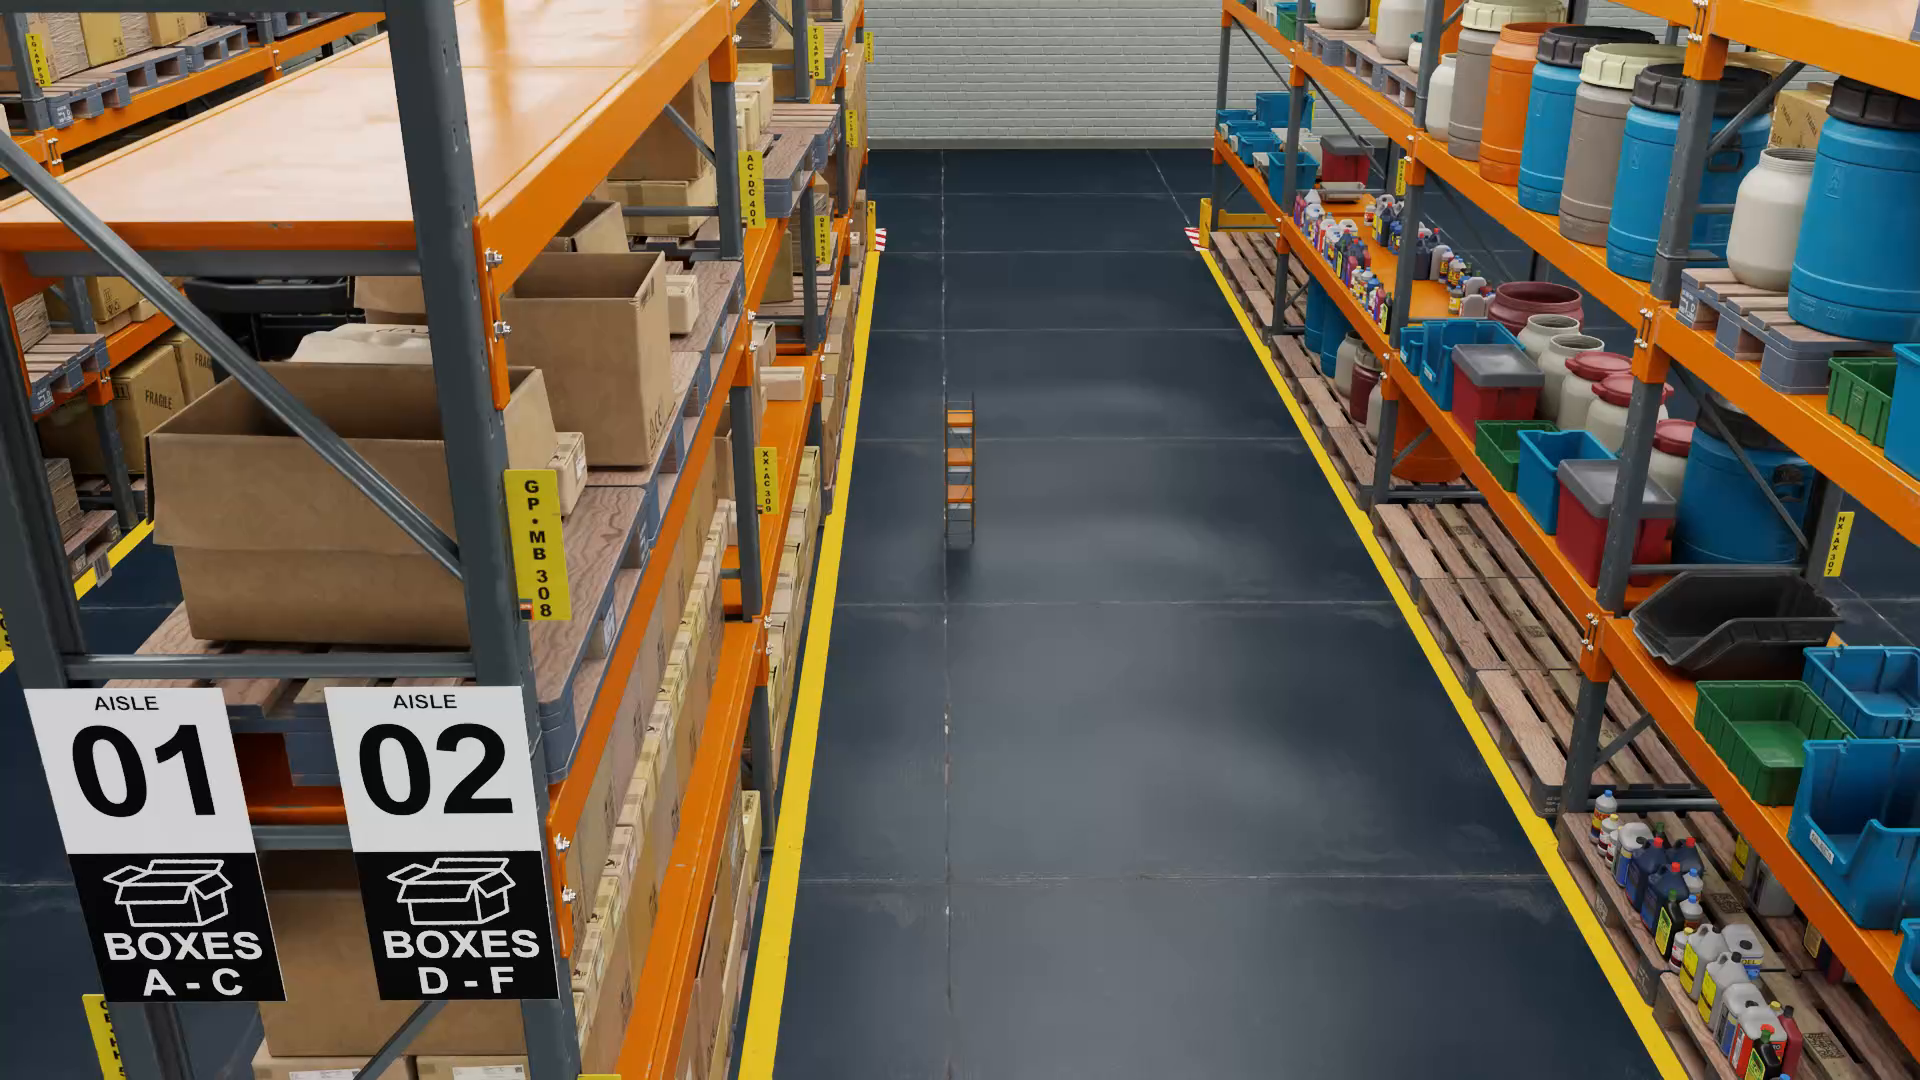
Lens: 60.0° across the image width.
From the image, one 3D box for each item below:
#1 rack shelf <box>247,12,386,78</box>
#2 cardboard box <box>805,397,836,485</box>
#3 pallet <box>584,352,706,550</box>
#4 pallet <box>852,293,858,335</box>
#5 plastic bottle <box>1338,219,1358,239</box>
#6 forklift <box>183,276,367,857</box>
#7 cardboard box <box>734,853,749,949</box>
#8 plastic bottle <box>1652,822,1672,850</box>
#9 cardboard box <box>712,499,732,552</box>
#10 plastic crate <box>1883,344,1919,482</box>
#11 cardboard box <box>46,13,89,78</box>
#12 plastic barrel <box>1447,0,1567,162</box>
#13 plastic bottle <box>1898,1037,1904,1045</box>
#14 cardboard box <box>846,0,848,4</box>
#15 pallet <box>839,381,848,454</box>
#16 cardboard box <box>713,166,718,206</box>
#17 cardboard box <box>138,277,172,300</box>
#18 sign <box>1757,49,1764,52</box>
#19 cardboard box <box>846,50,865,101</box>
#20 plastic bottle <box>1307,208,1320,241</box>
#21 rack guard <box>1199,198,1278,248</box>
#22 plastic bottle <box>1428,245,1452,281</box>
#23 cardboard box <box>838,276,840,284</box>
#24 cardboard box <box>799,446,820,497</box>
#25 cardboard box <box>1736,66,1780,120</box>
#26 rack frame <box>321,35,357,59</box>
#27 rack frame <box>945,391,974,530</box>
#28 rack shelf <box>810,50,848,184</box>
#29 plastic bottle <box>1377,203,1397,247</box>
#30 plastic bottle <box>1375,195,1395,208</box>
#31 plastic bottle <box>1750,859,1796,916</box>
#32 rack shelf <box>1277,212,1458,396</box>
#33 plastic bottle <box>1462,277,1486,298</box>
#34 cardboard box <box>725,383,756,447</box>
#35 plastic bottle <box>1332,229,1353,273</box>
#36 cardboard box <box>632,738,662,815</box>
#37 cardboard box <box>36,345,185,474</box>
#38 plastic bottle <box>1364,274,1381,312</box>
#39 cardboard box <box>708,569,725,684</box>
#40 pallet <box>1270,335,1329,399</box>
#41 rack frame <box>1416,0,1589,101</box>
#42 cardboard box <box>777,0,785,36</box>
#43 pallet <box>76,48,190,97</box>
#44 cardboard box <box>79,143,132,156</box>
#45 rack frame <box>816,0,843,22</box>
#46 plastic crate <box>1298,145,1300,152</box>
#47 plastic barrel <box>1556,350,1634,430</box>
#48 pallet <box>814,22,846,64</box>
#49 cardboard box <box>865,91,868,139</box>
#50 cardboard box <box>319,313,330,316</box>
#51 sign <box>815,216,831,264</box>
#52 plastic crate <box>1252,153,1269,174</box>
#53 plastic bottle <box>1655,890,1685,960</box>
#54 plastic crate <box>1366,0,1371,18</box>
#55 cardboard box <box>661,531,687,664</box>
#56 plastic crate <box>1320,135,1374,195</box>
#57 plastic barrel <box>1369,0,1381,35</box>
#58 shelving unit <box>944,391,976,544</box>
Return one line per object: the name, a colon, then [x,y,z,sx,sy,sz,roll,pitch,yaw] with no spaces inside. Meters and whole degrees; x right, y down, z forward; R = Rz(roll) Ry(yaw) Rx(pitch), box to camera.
rack shelf: [-6.494,-4.970,16.332,1.077,0.370,4.000,0,24,-1]
cardboard box: [-1.195,-0.733,12.230,0.500,0.500,0.500,1,24,2]
pallet: [-1.386,-0.308,5.258,1.003,0.211,1.213,0,24,-1]
pallet: [-1.526,-2.143,16.233,1.003,0.211,1.213,0,24,-1]
plastic bottle: [3.220,-2.522,13.836,0.152,0.276,0.135,0,24,-1]
forklift: [-3.107,-0.279,8.810,1.130,2.935,3.031,-1,24,-1]
cardboard box: [-1.213,1.623,7.348,0.500,0.250,0.500,0,24,-1]
plastic bottle: [3.224,1.448,7.671,0.061,0.283,0.133,0,24,-1]
cardboard box: [-1.215,-0.064,7.344,0.380,0.149,0.250,0,24,-1]
plastic crate: [3.243,-0.351,5.265,0.392,0.384,0.575,0,24,-1]
cardboard box: [-6.550,-3.489,11.530,0.700,0.500,0.500,-2,24,-3]
plastic barrel: [3.270,-2.759,9.962,0.600,0.901,0.600,0,24,0]
plastic bottle: [3.852,1.905,6.675,0.097,0.271,0.097,0,24,0]
cardboard box: [-1.283,-5.065,15.243,0.500,0.250,0.500,0,24,-1]
pallet: [-1.456,-1.021,13.752,1.003,0.211,1.213,0,24,-1]
cardboard box: [-1.438,-1.804,8.132,0.500,0.250,0.500,-3,24,-6]
cardboard box: [-6.175,-2.066,12.172,0.500,0.500,0.500,1,24,1]
sign: [8.886,-5.454,18.477,0.100,0.325,0.005,0,24,-1]
cardboard box: [-1.277,-4.890,17.587,0.500,0.500,0.500,0,24,1]
plastic bottle: [3.036,-2.702,14.240,0.097,0.271,0.097,0,24,0]
rack guard: [3.377,-3.671,19.260,1.175,0.500,0.348,0,24,-1]
plastic bottle: [3.781,-2.198,13.121,0.152,0.276,0.135,0,24,-1]
cardboard box: [-1.327,-2.571,16.698,0.380,0.166,0.250,0,24,-1]
cardboard box: [-1.223,-0.462,11.278,0.500,0.311,0.500,0,24,1]
cardboard box: [8.095,-4.612,17.219,0.500,0.500,0.500,-1,24,-2]
rack frame: [-6.516,-4.755,18.624,1.000,3.000,0.127,0,24,-1]
rack frame: [-0.002,-0.551,11.694,0.200,1.050,0.008,0,24,-1]
rack shelf: [-1.497,-3.346,12.740,1.077,0.370,4.000,0,24,-1]
plastic bottle: [3.629,-2.675,14.084,0.144,0.351,0.185,0,24,-1]
plastic bottle: [3.762,-2.934,14.748,0.152,0.276,0.135,0,24,-1]
plastic bottle: [3.671,1.540,7.477,0.152,0.276,0.135,0,24,-1]
rack shelf: [3.456,-2.000,13.404,1.077,0.370,4.000,0,24,-1]
plastic bottle: [3.791,-1.817,12.278,0.152,0.276,0.135,0,24,-1]
cardboard box: [-1.435,-0.620,9.359,0.500,0.500,0.500,0,24,0]
plastic bottle: [3.071,-2.314,13.285,0.144,0.351,0.185,0,24,-1]
cardboard box: [-1.193,0.779,5.478,0.380,0.149,0.250,-1,24,-1]
cardboard box: [-6.306,-0.974,12.363,0.750,0.750,0.750,-1,24,-1]
plastic bottle: [3.059,-1.832,12.318,0.097,0.271,0.097,0,24,0]
cardboard box: [-1.421,0.303,7.319,0.700,0.500,0.500,-1,24,-2]
pallet: [3.401,-1.563,14.950,1.003,0.211,1.213,0,24,-1]
rack frame: [3.478,-4.237,10.198,1.000,3.000,0.127,0,24,-1]
cardboard box: [-1.479,-3.740,11.406,0.500,0.500,0.500,0,24,-1]
pallet: [-6.504,-3.465,12.361,1.003,0.211,1.213,1,24,2]
cardboard box: [-6.705,-3.026,13.384,0.500,0.250,0.500,-1,24,-2]
rack frame: [-1.519,-5.864,13.796,1.000,3.000,0.127,0,24,-1]
plastic crate: [3.618,-4.016,17.236,0.298,0.136,0.250,0,24,-1]
plastic barrel: [3.717,-0.793,9.698,0.433,0.535,0.433,0,24,0]
pallet: [-1.582,-4.143,13.858,1.213,0.211,1.003,0,24,-1]
cardboard box: [-1.286,-4.641,18.251,0.500,0.500,0.500,0,24,1]
cardboard box: [-6.378,-2.468,16.091,0.700,0.500,0.500,0,24,0]
sign: [-0.920,-2.014,11.158,0.100,0.325,0.005,0,24,-1]
plastic crate: [3.114,-3.775,16.704,0.293,0.136,0.466,0,24,-1]
plastic bottle: [3.077,1.663,7.196,0.061,0.283,0.133,1,24,2]
plastic crate: [3.695,-4.972,15.622,0.497,0.269,0.590,0,24,-1]
cardboard box: [-1.409,0.126,6.135,0.700,0.500,0.500,0,24,-1]
plastic crate: [3.675,-3.577,15.869,0.402,0.464,0.583,0,24,-1]
plastic barrel: [3.647,-4.420,13.505,0.600,0.588,0.600,0,24,0]
shelving unit: [-0.001,-0.500,11.582,0.215,1.050,0.252,0,24,-1]
